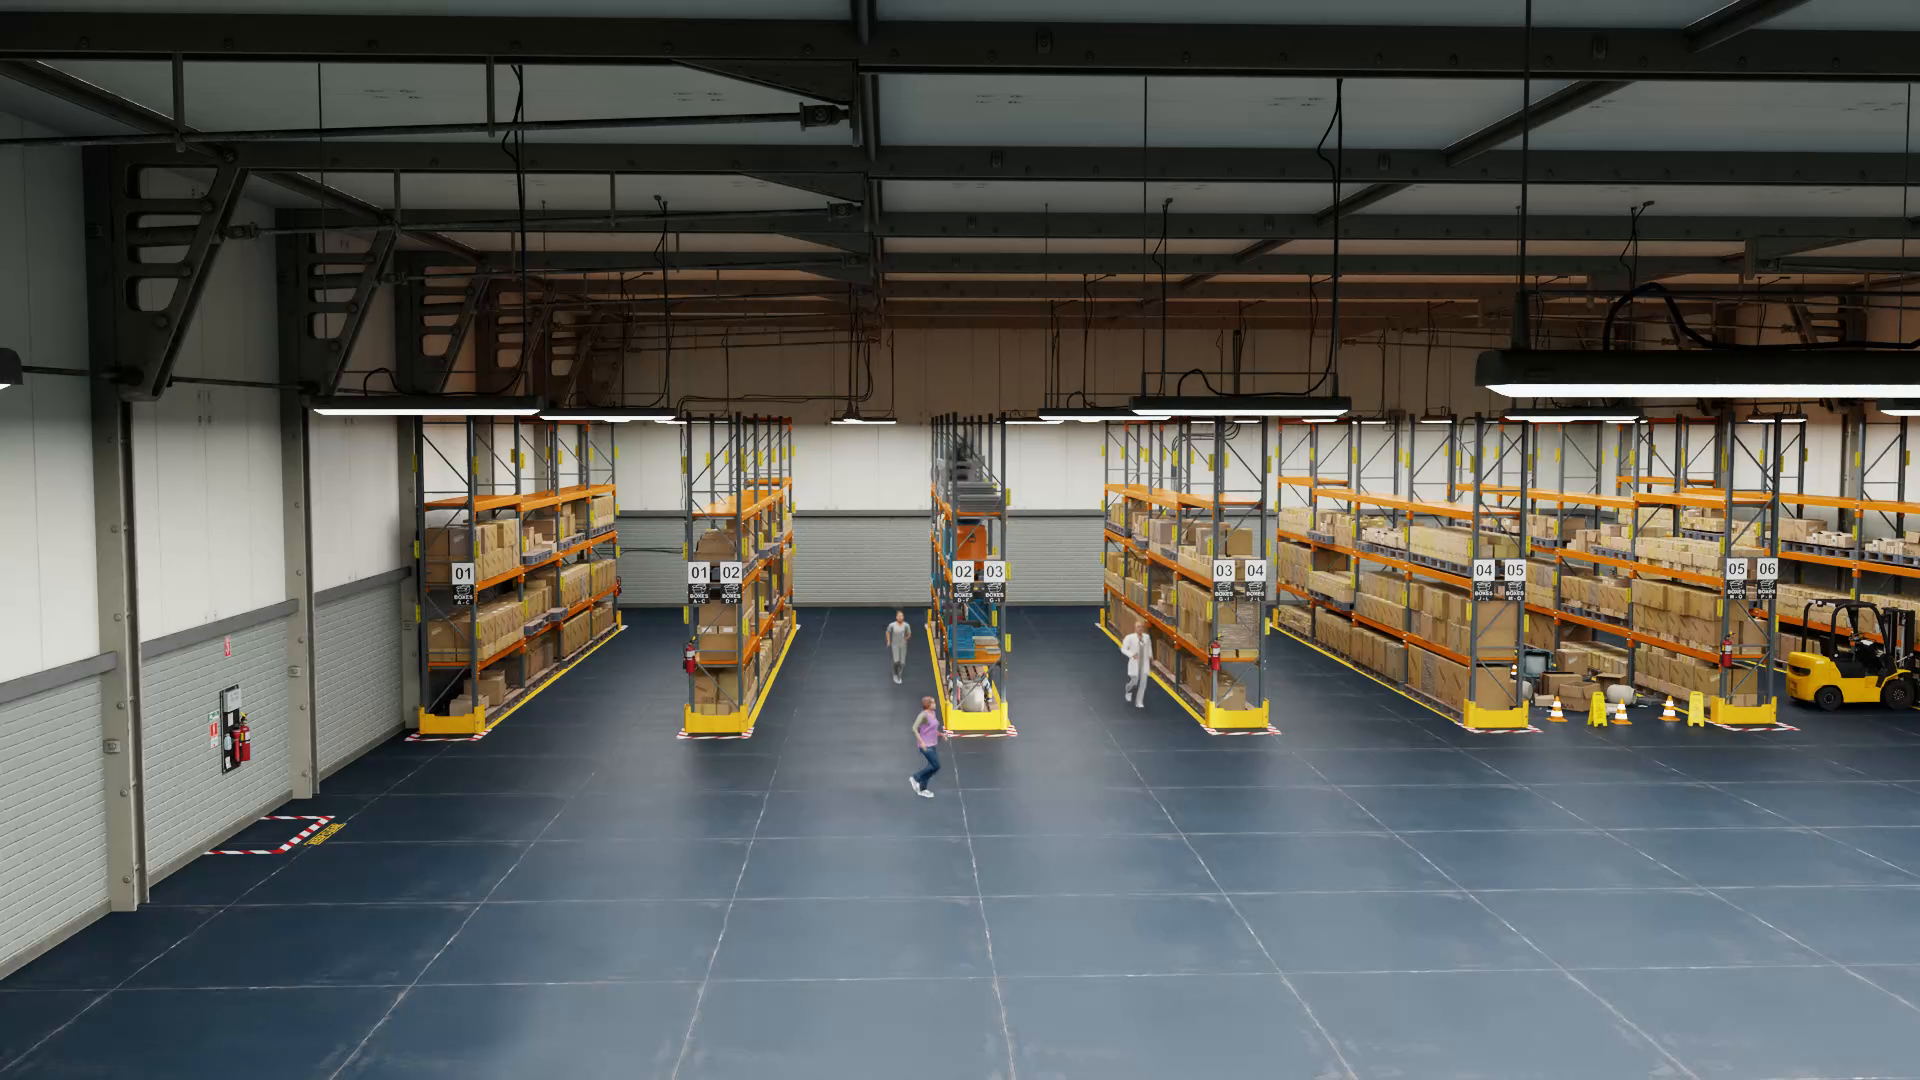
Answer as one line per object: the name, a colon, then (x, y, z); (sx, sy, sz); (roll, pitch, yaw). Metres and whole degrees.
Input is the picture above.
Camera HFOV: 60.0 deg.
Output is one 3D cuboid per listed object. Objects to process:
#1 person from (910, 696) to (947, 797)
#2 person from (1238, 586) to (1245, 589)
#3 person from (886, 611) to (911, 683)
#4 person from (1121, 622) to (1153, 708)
person: (-0.484, 3.193, 25.751); (0.532, 1.566, 0.549); (1, 4, 19)
person: (8.059, 1.603, 48.444); (0.884, 1.676, 0.693); (-3, 5, -33)
person: (-1.353, 2.380, 36.913); (0.536, 1.626, 0.702); (-1, 4, -9)
person: (3.633, 2.536, 34.015); (0.709, 1.737, 0.757); (-1, 4, -16)
